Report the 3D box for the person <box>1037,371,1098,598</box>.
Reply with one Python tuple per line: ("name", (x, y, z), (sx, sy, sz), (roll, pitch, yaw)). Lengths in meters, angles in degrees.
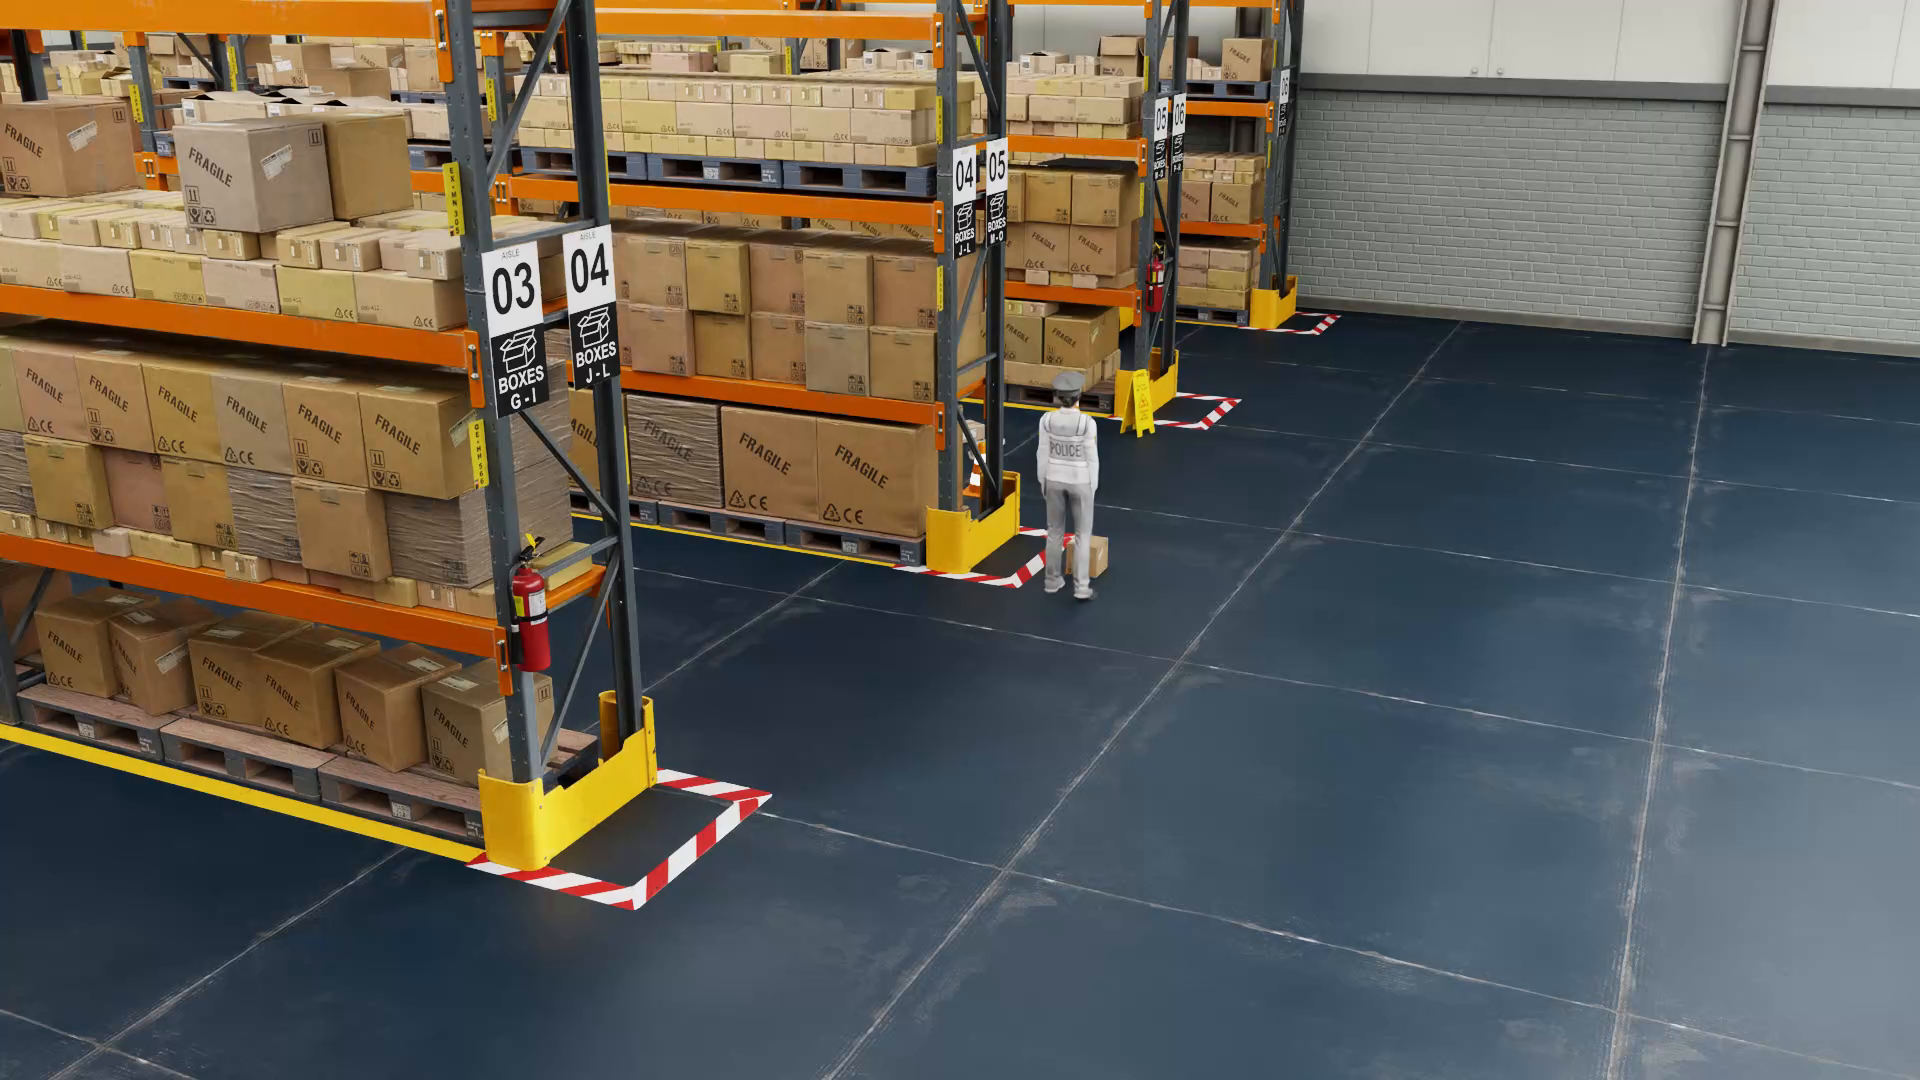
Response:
("person", (0.794, -0.397, 12.218), (0.465, 1.702, 0.344), (7, 21, 21))
